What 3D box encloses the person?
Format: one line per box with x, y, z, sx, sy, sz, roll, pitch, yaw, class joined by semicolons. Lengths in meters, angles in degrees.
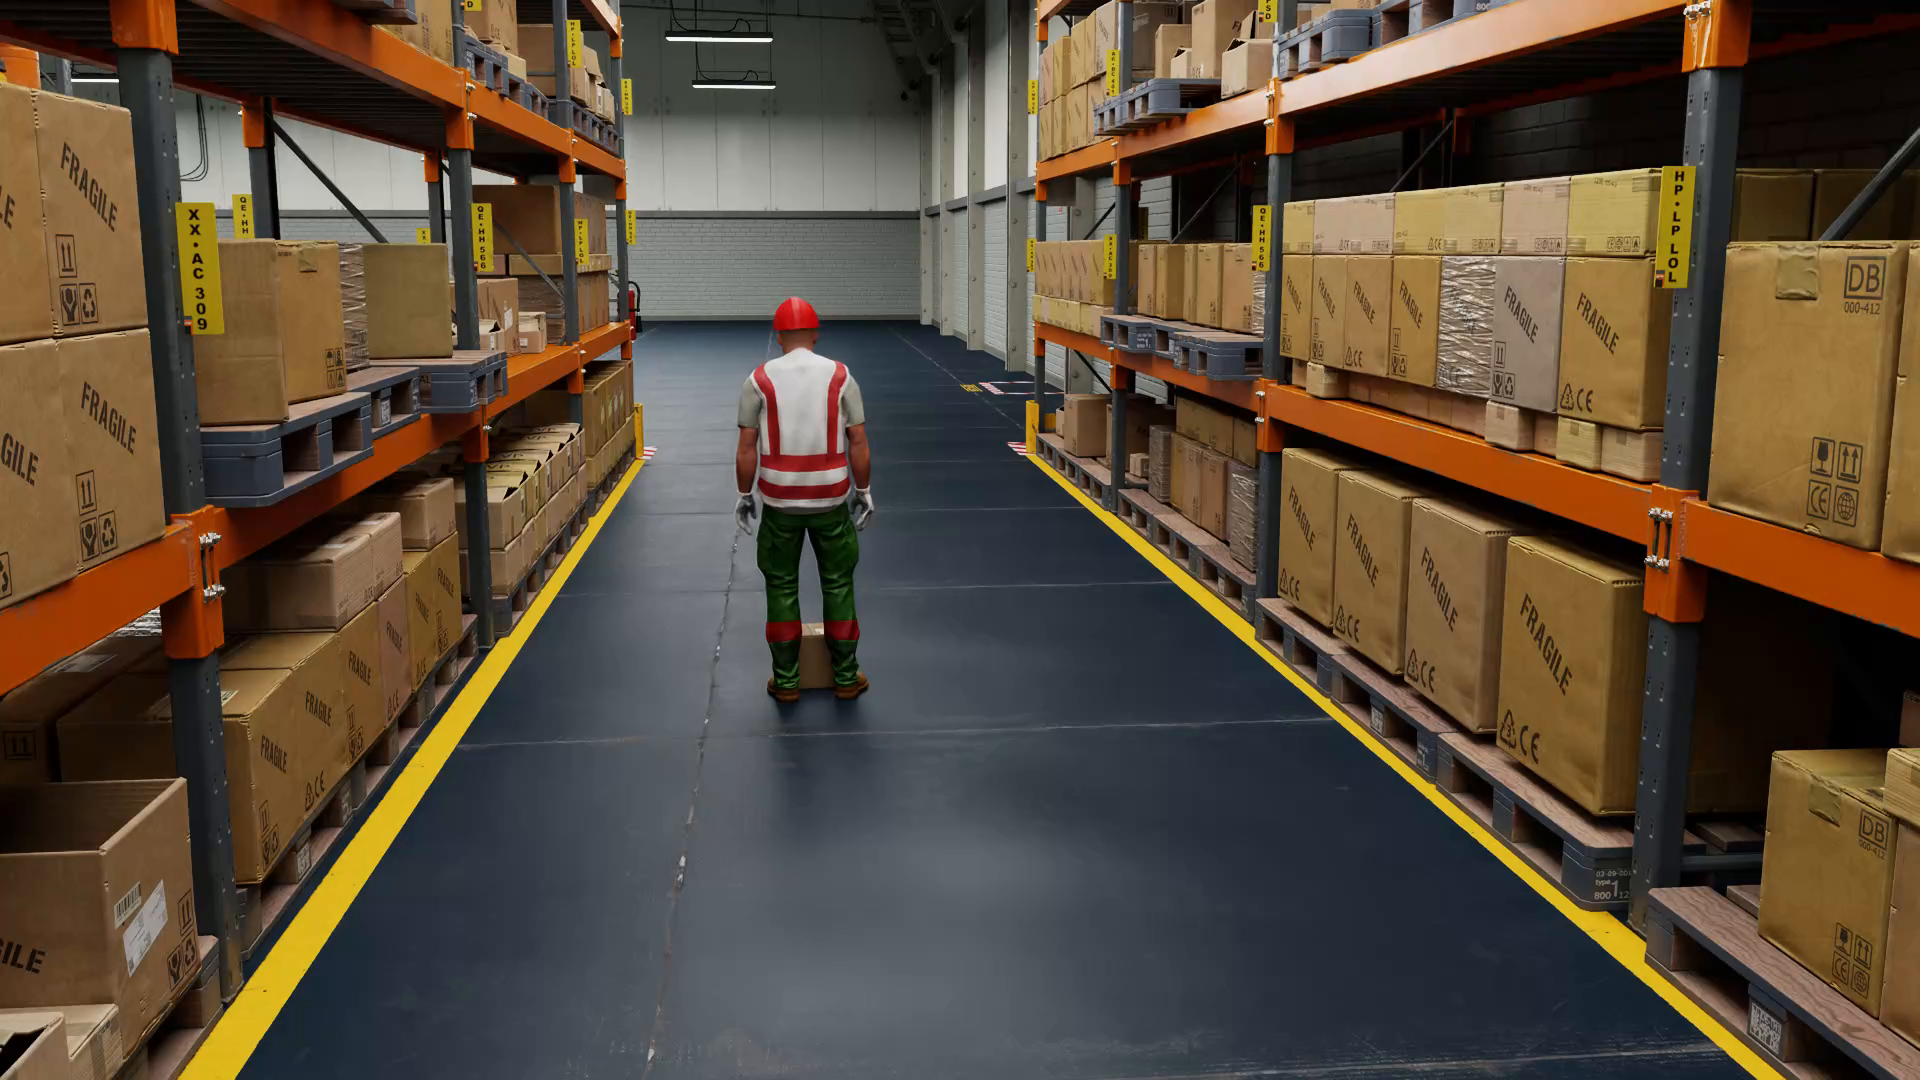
-0.690;-0.177;7.373;0.620;1.779;0.454;-1;10;-7;person
